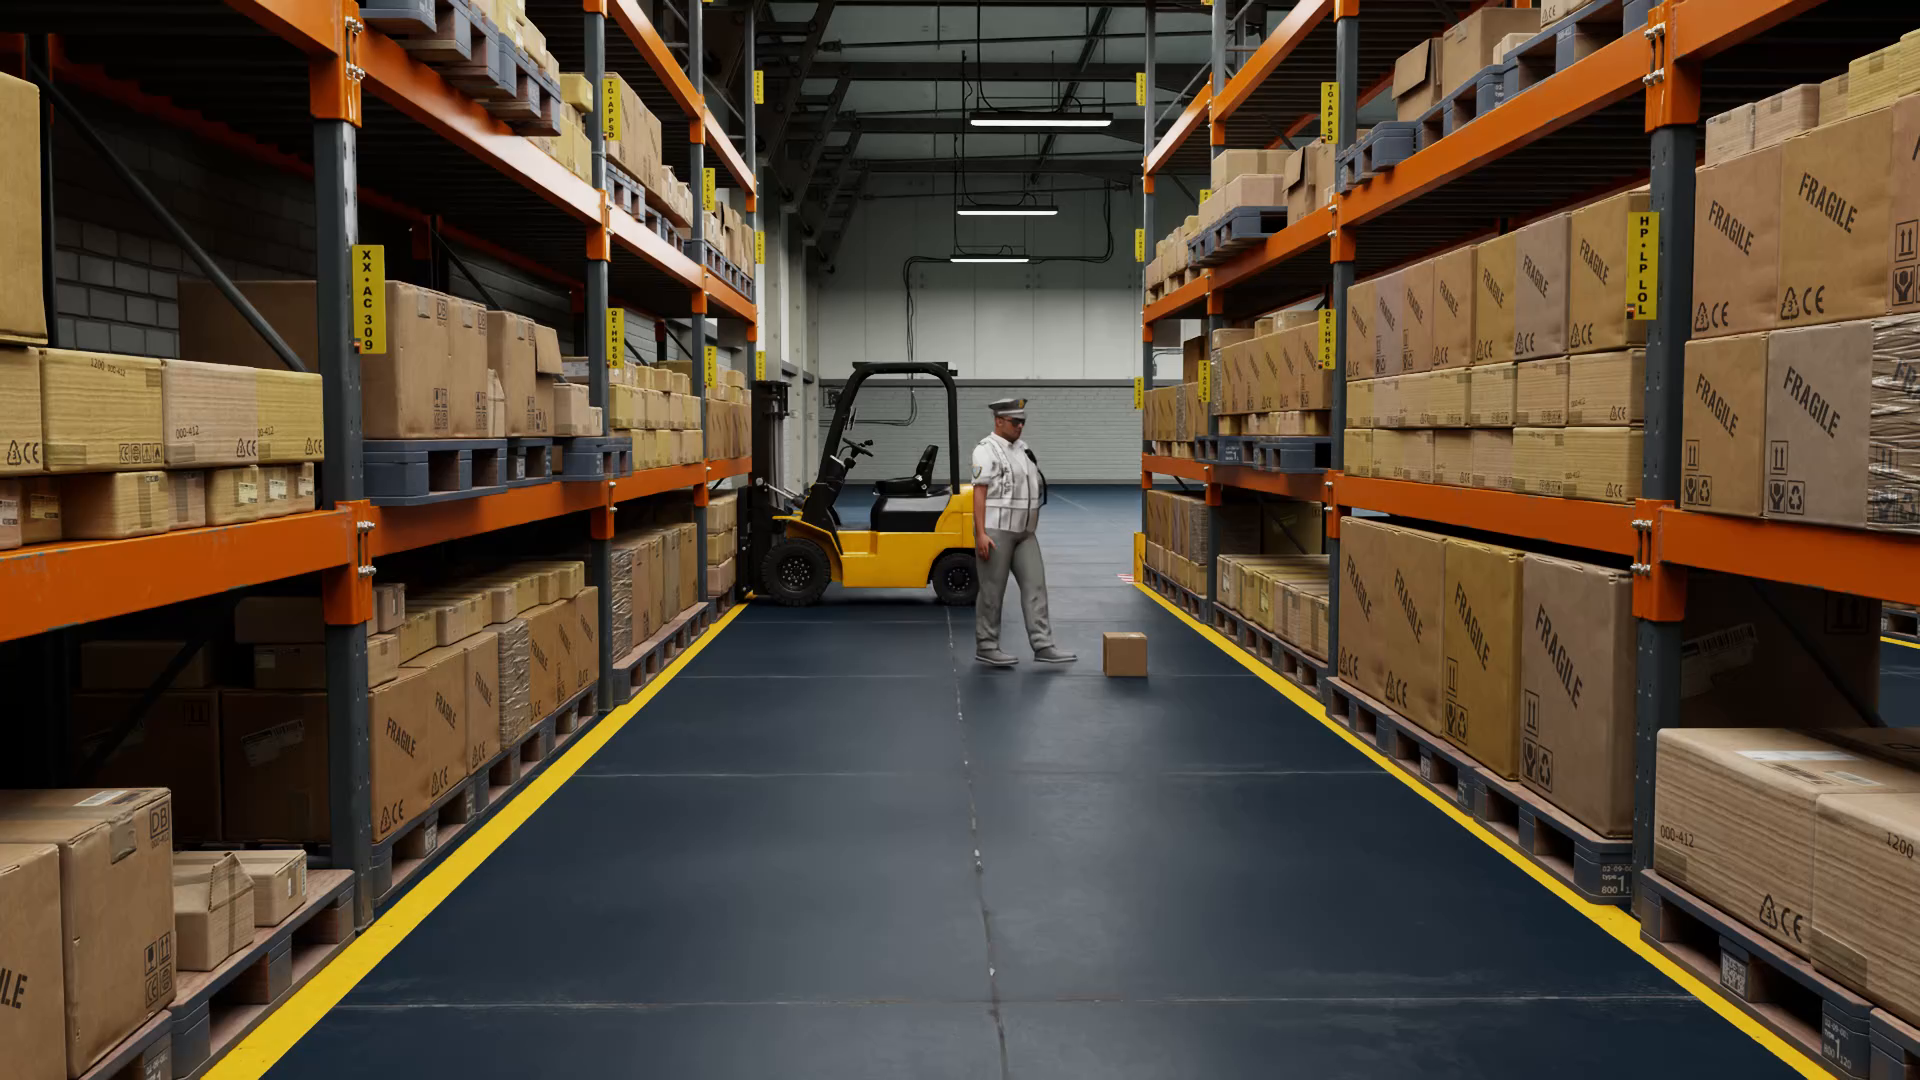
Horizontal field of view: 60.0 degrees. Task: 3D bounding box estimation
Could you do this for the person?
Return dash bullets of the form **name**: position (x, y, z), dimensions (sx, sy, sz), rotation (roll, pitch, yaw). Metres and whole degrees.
- **person**: position (0.404, -0.045, 10.746), dimensions (0.707, 1.740, 0.552), rotation (4, 5, 43)
